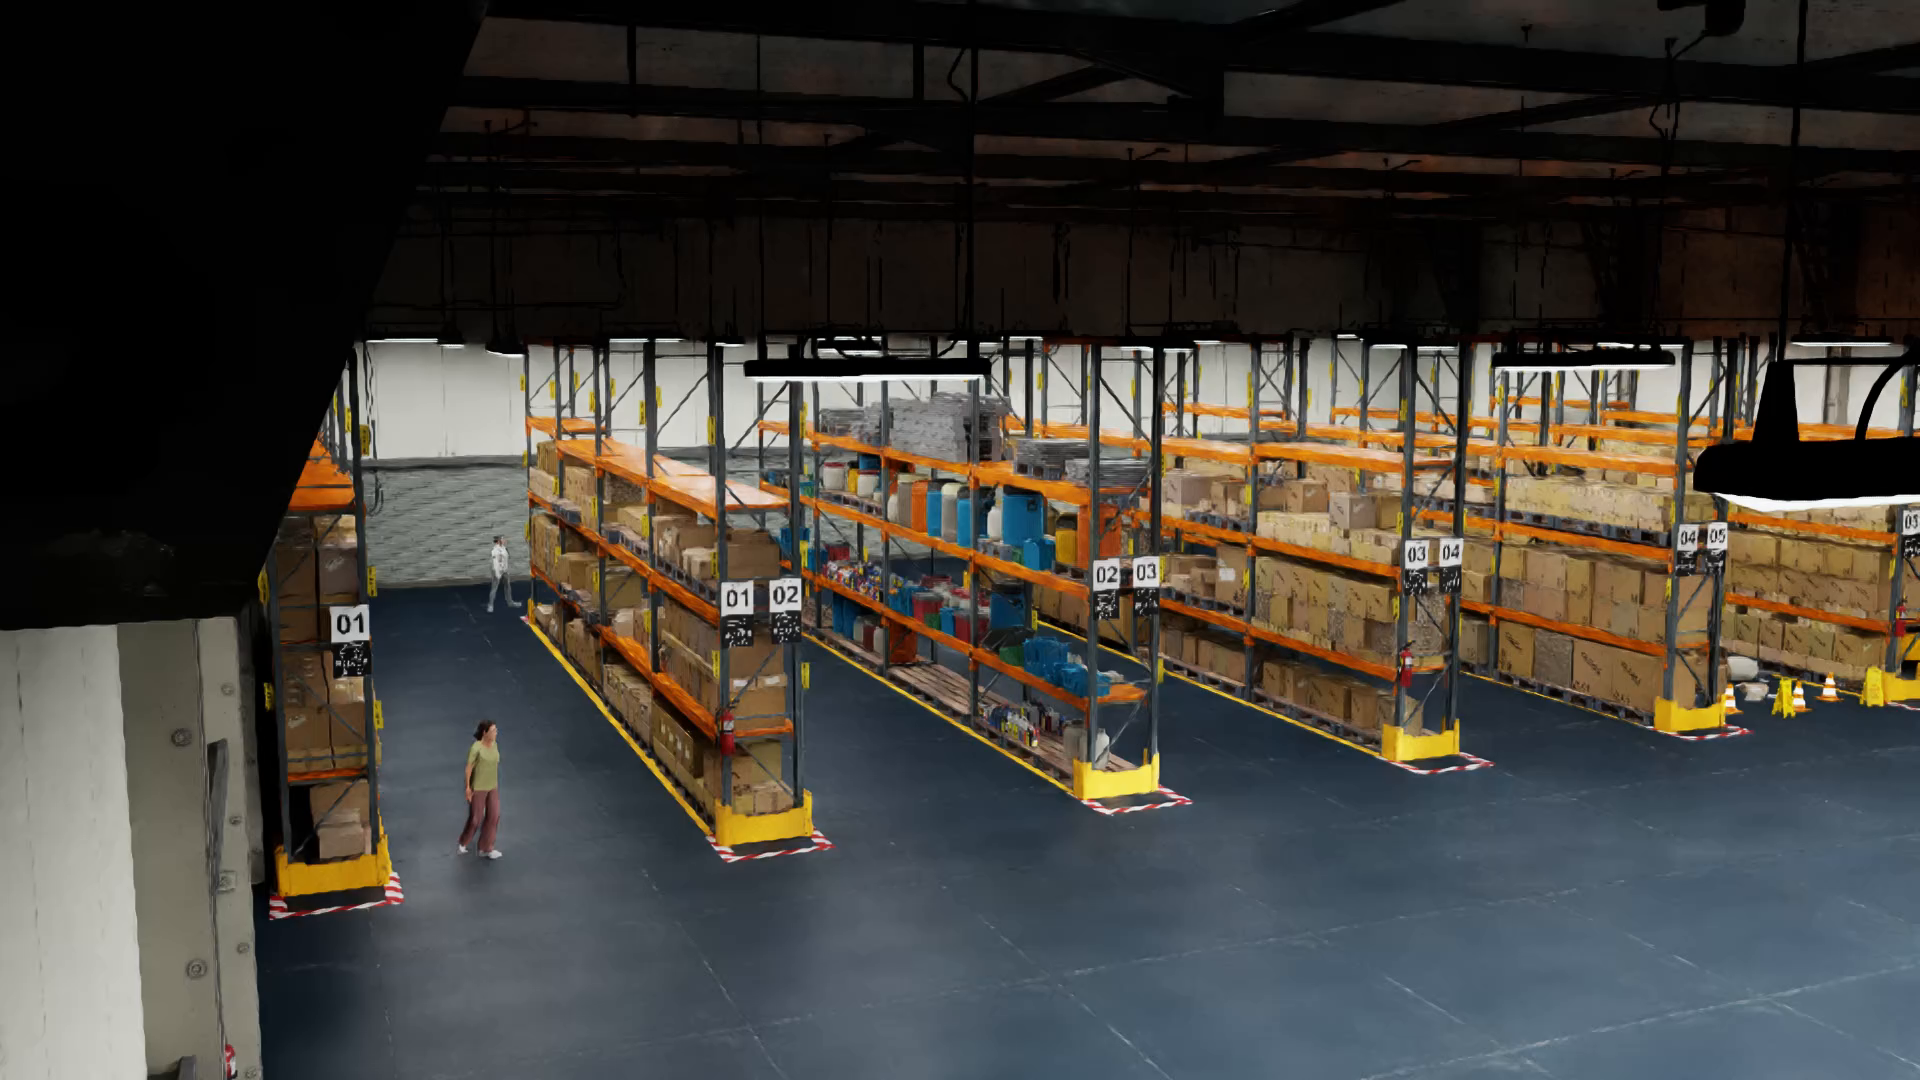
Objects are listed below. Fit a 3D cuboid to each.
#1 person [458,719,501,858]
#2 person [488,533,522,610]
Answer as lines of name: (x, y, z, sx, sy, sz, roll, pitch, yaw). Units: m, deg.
person: (-5.681, 2.918, 19.605, 0.536, 1.659, 0.502, 5, 9, 31)
person: (-9.997, 0.674, 36.275, 0.554, 1.668, 0.682, 2, 8, 16)
